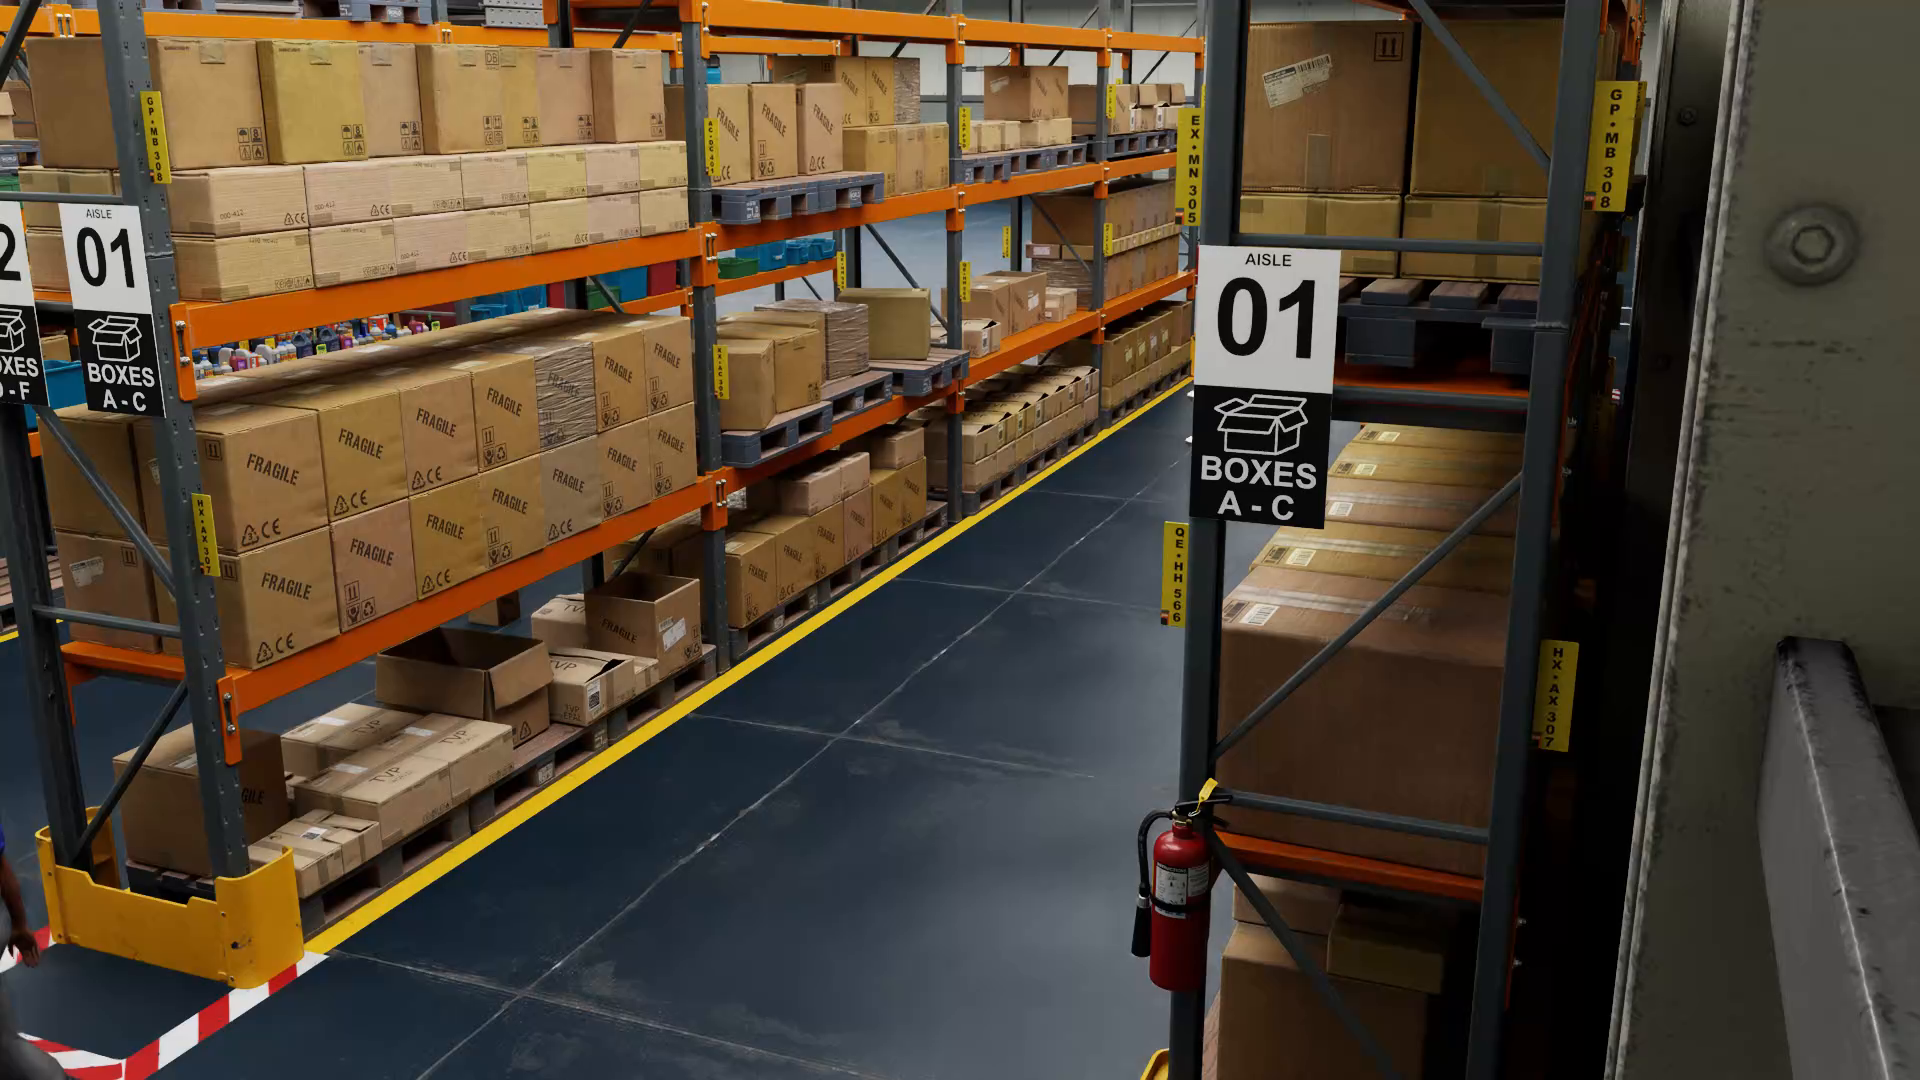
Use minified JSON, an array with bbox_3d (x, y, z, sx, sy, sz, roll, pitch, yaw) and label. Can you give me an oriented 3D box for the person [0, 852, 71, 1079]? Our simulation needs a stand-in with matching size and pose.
[{"bbox_3d":[-3.334,1.357,5.587,0.806,1.554,0.530,-1,16,-5],"label":"person"}]
